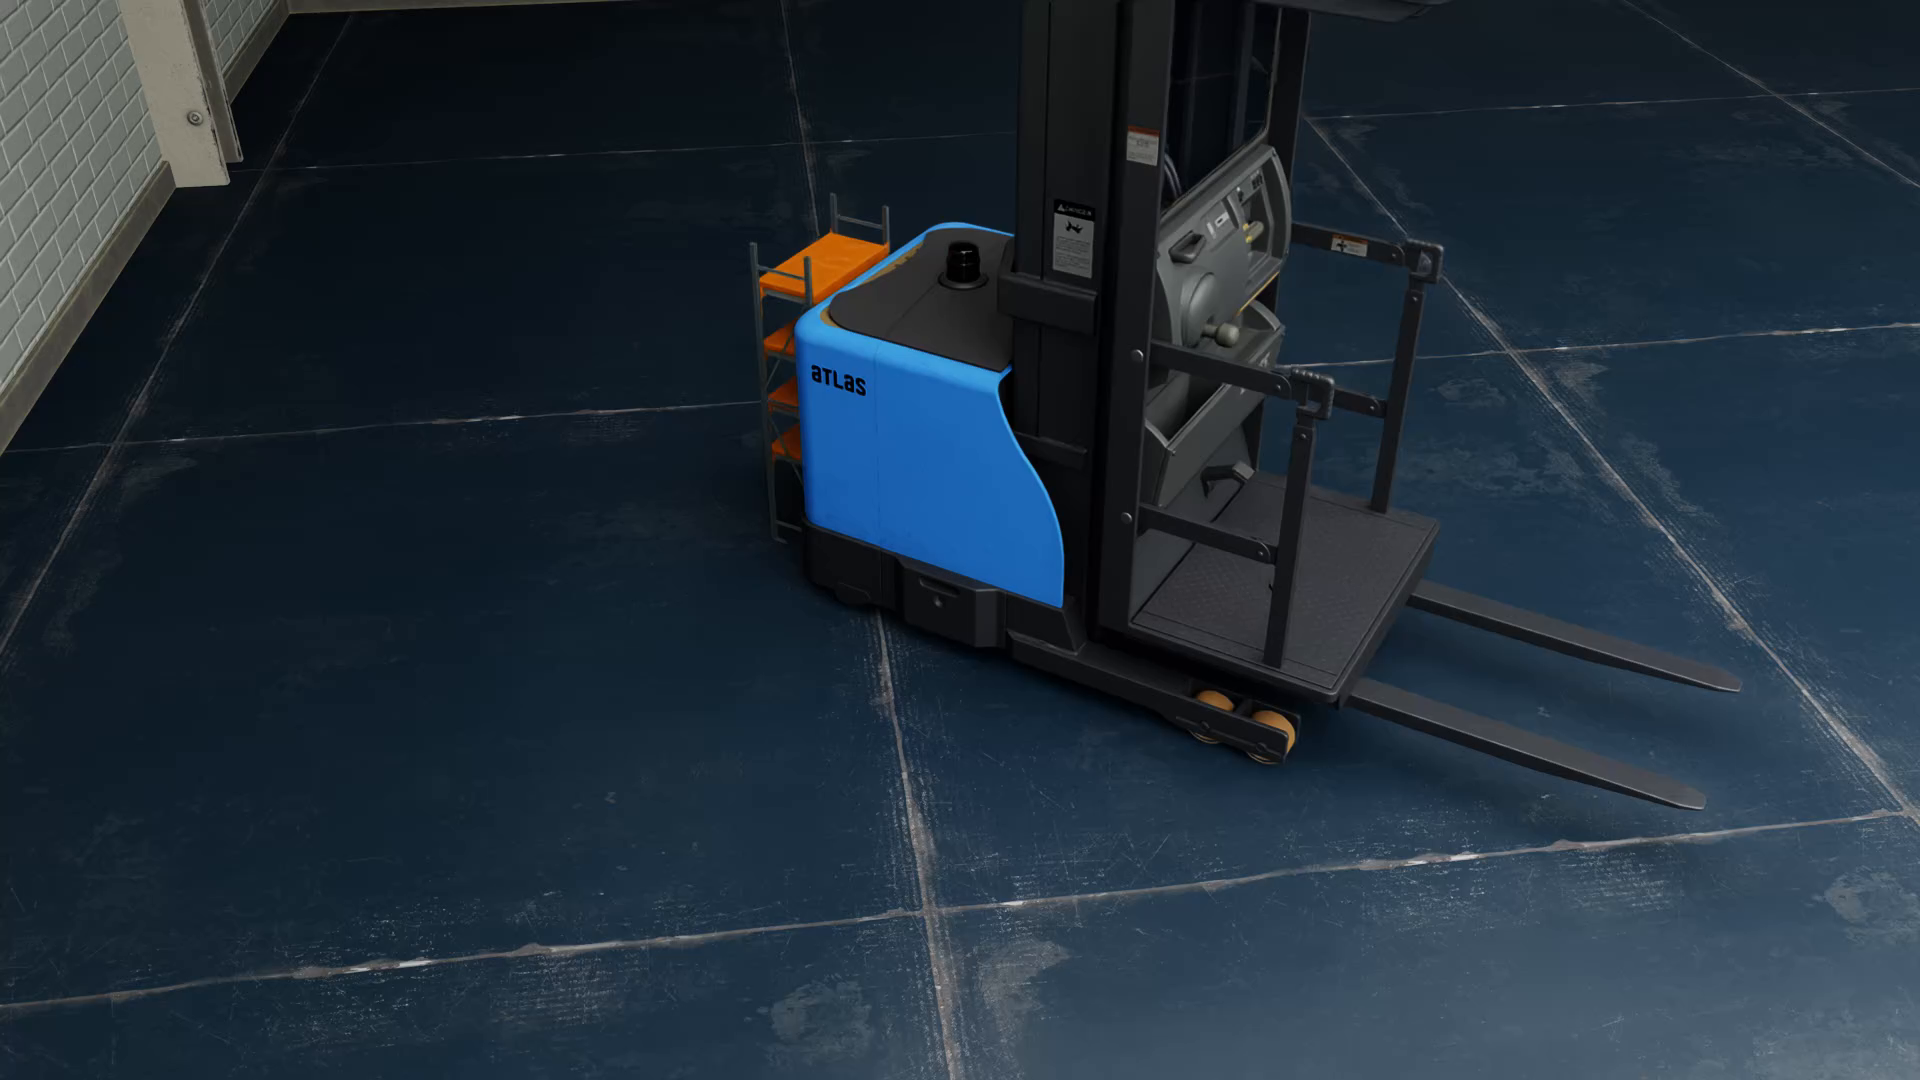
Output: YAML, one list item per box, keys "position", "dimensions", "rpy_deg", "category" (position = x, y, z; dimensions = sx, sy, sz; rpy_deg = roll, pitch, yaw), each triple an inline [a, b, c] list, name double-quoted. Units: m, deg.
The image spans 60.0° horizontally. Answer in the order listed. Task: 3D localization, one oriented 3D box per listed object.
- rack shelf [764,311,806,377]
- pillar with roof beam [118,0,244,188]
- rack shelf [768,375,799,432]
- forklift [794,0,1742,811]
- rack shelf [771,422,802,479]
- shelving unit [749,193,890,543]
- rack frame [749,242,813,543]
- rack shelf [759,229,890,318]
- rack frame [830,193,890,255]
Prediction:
- position: [-0.479, -0.717, 5.959]
  dimensions: [0.258, 0.148, 0.480]
  rpy_deg: [18, 38, 24]
  category: "rack shelf"
- position: [0.079, -6.088, 7.193]
  dimensions: [9.100, 9.000, 0.400]
  rpy_deg: [-4, 35, -6]
  category: "pillar with roof beam"
- position: [-0.479, -0.532, 6.085]
  dimensions: [0.258, 0.148, 0.480]
  rpy_deg: [18, 38, 24]
  category: "rack shelf"
- position: [0.974, -0.852, 4.897]
  dimensions: [3.031, 2.935, 1.130]
  rpy_deg: [18, 38, 25]
  category: "forklift"
- position: [-0.479, -0.368, 6.197]
  dimensions: [0.258, 0.148, 0.480]
  rpy_deg: [18, 38, 24]
  category: "rack shelf"
- position: [-0.479, -0.588, 6.047]
  dimensions: [0.258, 1.200, 0.503]
  rpy_deg: [18, 38, 24]
  category: "shelving unit"
- position: [-0.600, -0.468, 5.872]
  dimensions: [0.240, 1.200, 0.015]
  rpy_deg: [18, 38, 24]
  category: "rack frame"
- position: [-0.479, -0.912, 5.826]
  dimensions: [0.258, 0.148, 0.480]
  rpy_deg: [18, 38, 24]
  category: "rack shelf"
- position: [-0.358, -0.707, 6.222]
  dimensions: [0.240, 1.200, 0.015]
  rpy_deg: [18, 38, 24]
  category: "rack frame"
